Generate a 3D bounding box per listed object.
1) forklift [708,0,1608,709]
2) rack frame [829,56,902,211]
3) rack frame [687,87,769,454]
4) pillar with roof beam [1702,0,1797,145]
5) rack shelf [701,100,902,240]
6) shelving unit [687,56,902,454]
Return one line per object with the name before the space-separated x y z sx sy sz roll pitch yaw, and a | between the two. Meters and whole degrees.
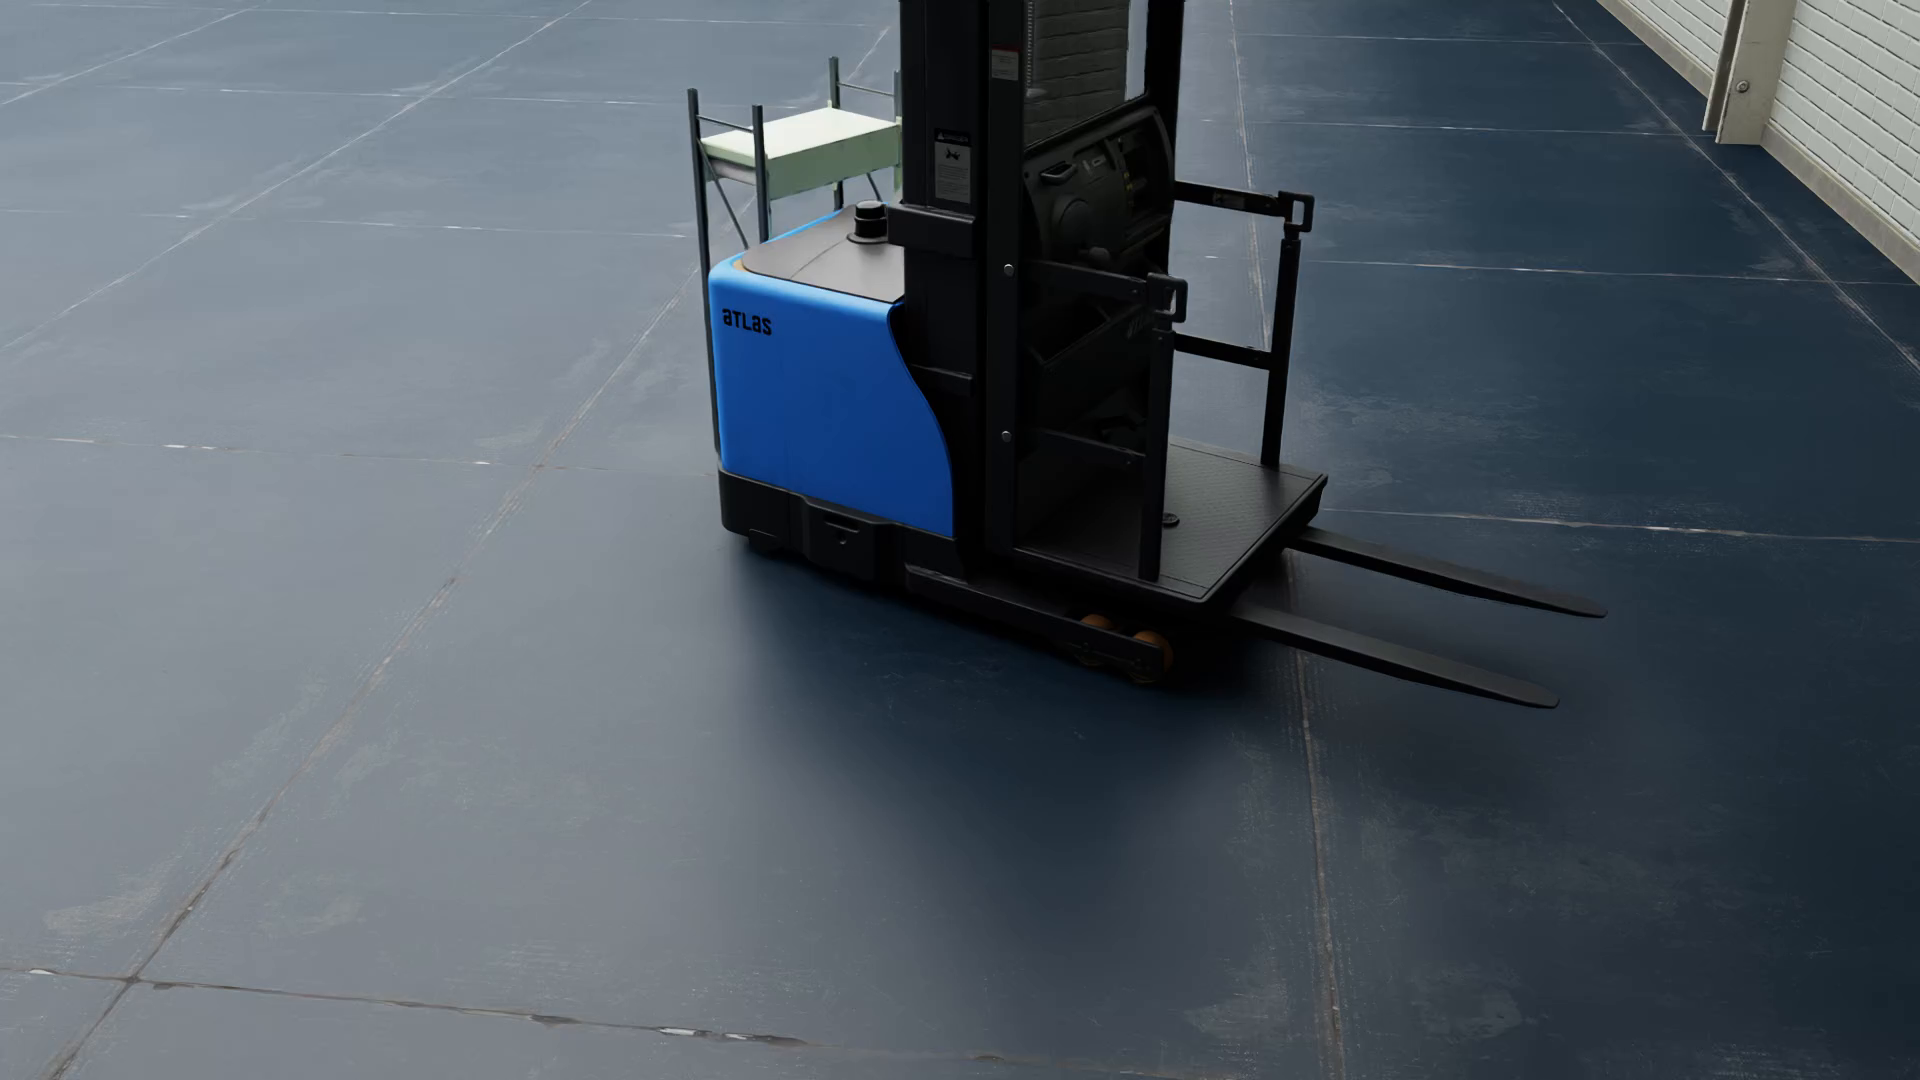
forklift | 0.631 -1.115 5.229 3.031 2.935 1.130 16 32 28
rack frame | -0.374 -1.227 6.945 0.400 1.500 0.023 23 36 36
rack frame | -0.868 -0.971 6.470 0.400 1.500 0.023 23 36 36
pillar with roof beam | 1.014 -6.972 9.703 9.100 9.000 0.400 3 28 6
rack shelf | -0.621 -1.443 6.523 0.431 0.370 0.720 23 36 36
shelving unit | -0.621 -1.099 6.708 0.431 1.500 0.755 23 36 36
